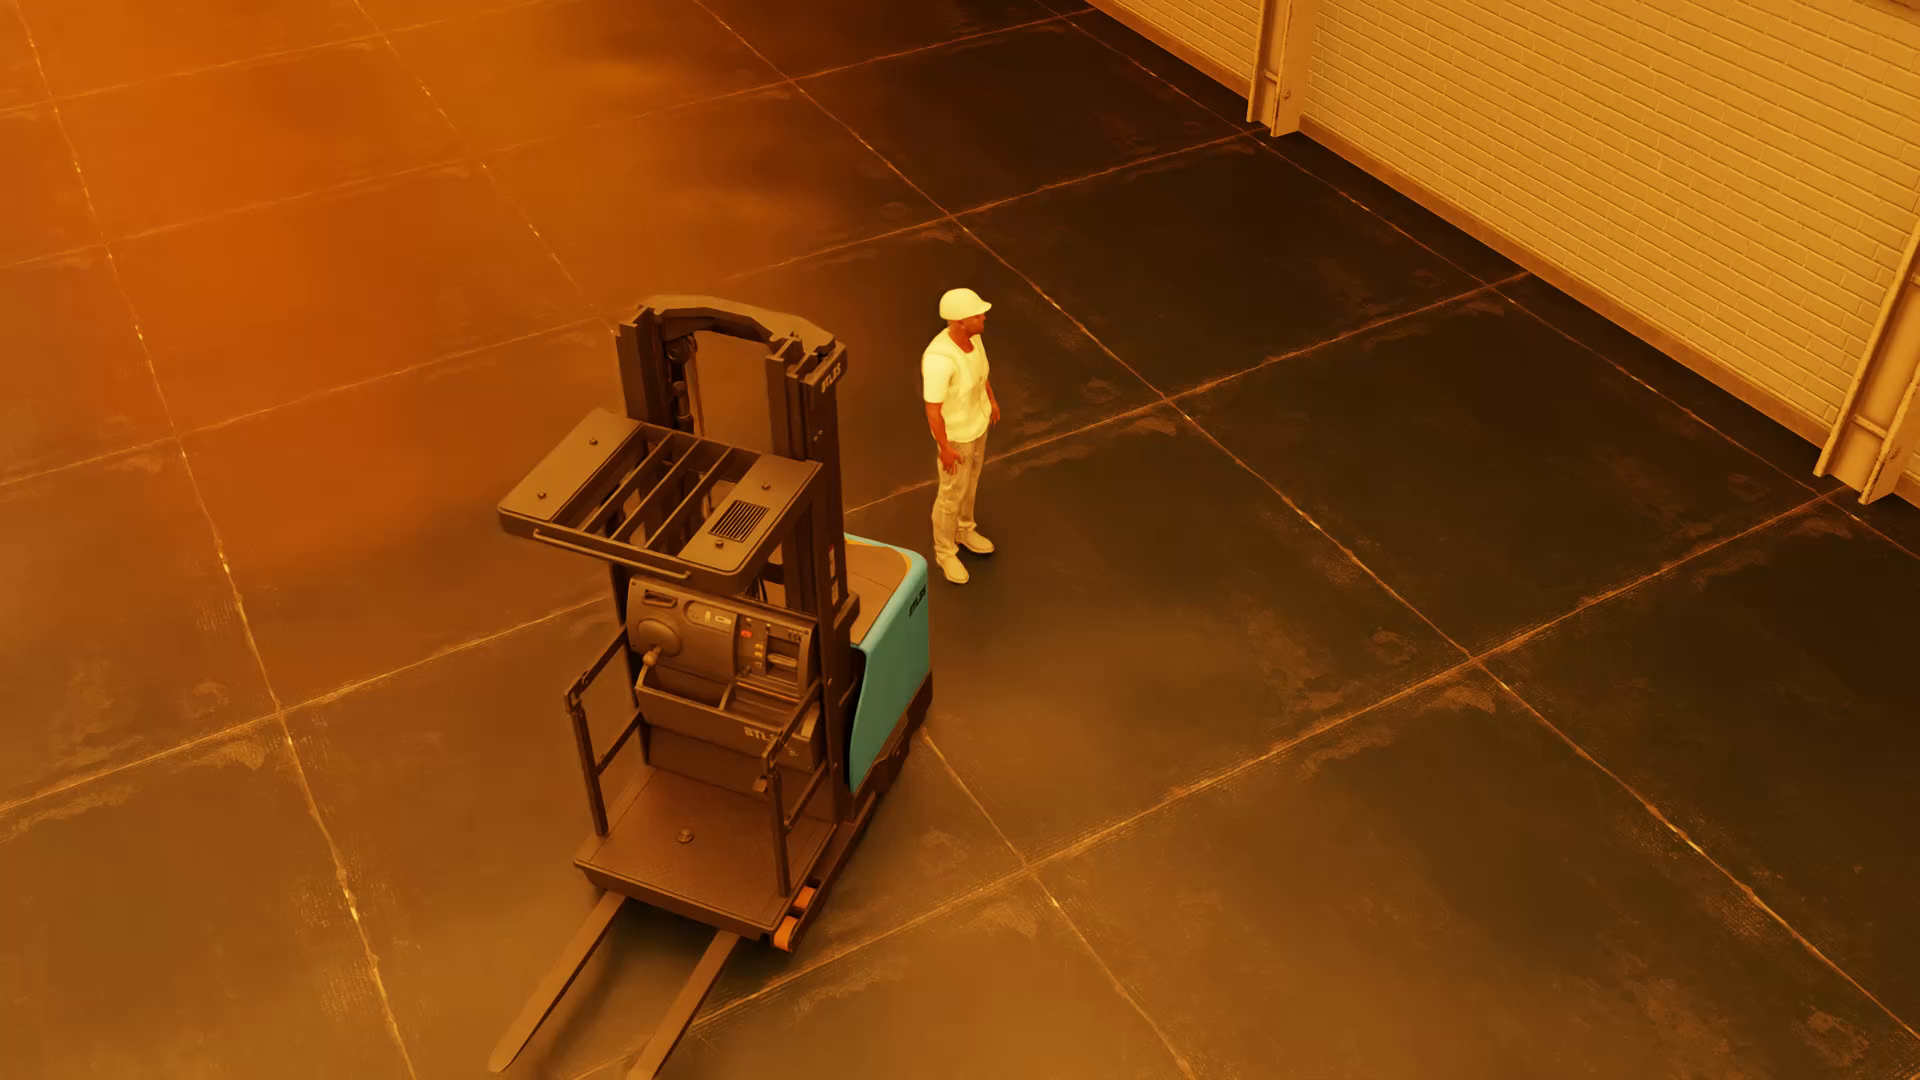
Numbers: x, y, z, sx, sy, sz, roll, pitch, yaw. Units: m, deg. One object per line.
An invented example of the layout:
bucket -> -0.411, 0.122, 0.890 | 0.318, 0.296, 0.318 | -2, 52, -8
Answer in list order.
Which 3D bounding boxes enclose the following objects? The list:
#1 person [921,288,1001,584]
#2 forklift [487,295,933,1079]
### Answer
person -> 0.016, -0.655, 9.744 | 0.424, 1.763, 0.749 | 14, 42, 16
forklift -> -1.176, 0.526, 7.402 | 1.130, 2.935, 3.031 | 15, 42, 17
